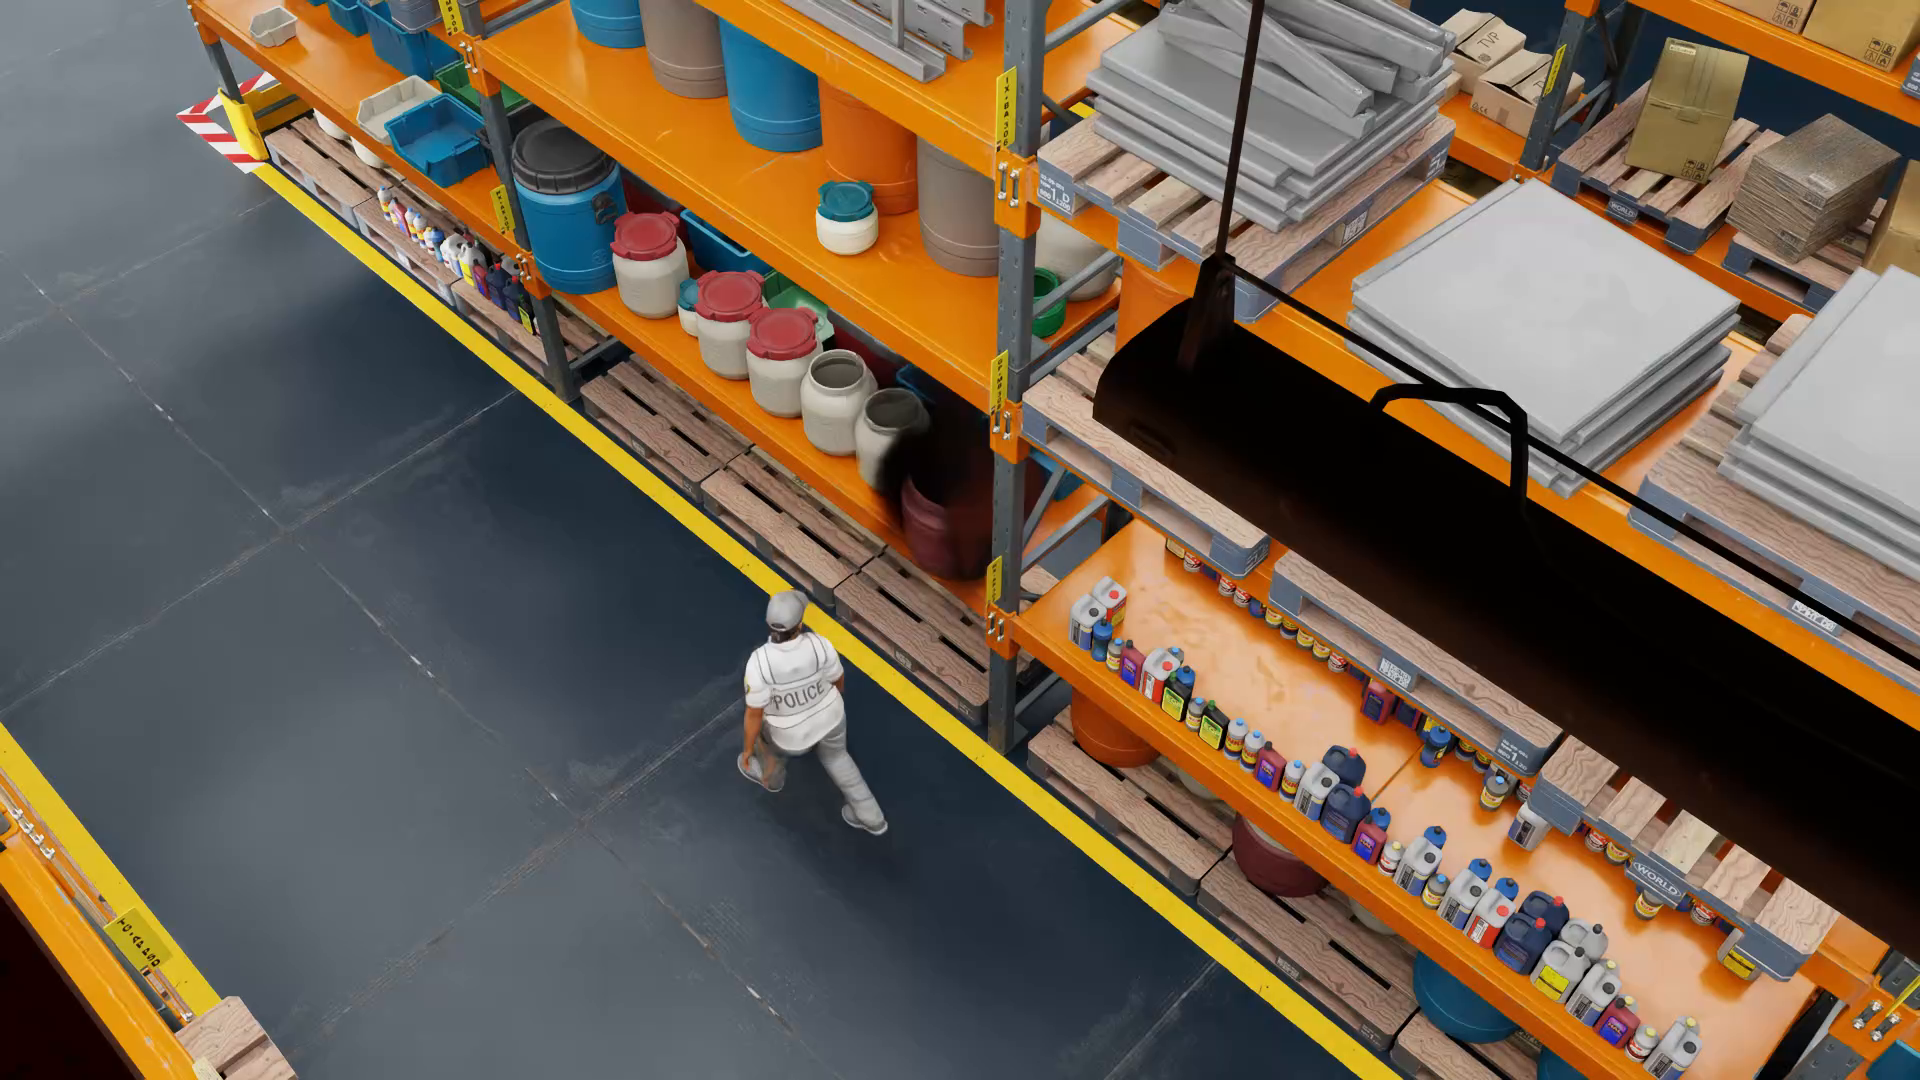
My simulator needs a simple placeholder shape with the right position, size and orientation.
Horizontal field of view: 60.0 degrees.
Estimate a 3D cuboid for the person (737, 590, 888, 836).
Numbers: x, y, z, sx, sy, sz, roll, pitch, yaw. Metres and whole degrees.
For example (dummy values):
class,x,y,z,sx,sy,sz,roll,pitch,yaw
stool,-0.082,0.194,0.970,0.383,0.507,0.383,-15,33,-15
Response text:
class,x,y,z,sx,sy,sz,roll,pitch,yaw
person,-0.831,0.917,8.273,0.618,1.621,0.940,-36,59,-26
